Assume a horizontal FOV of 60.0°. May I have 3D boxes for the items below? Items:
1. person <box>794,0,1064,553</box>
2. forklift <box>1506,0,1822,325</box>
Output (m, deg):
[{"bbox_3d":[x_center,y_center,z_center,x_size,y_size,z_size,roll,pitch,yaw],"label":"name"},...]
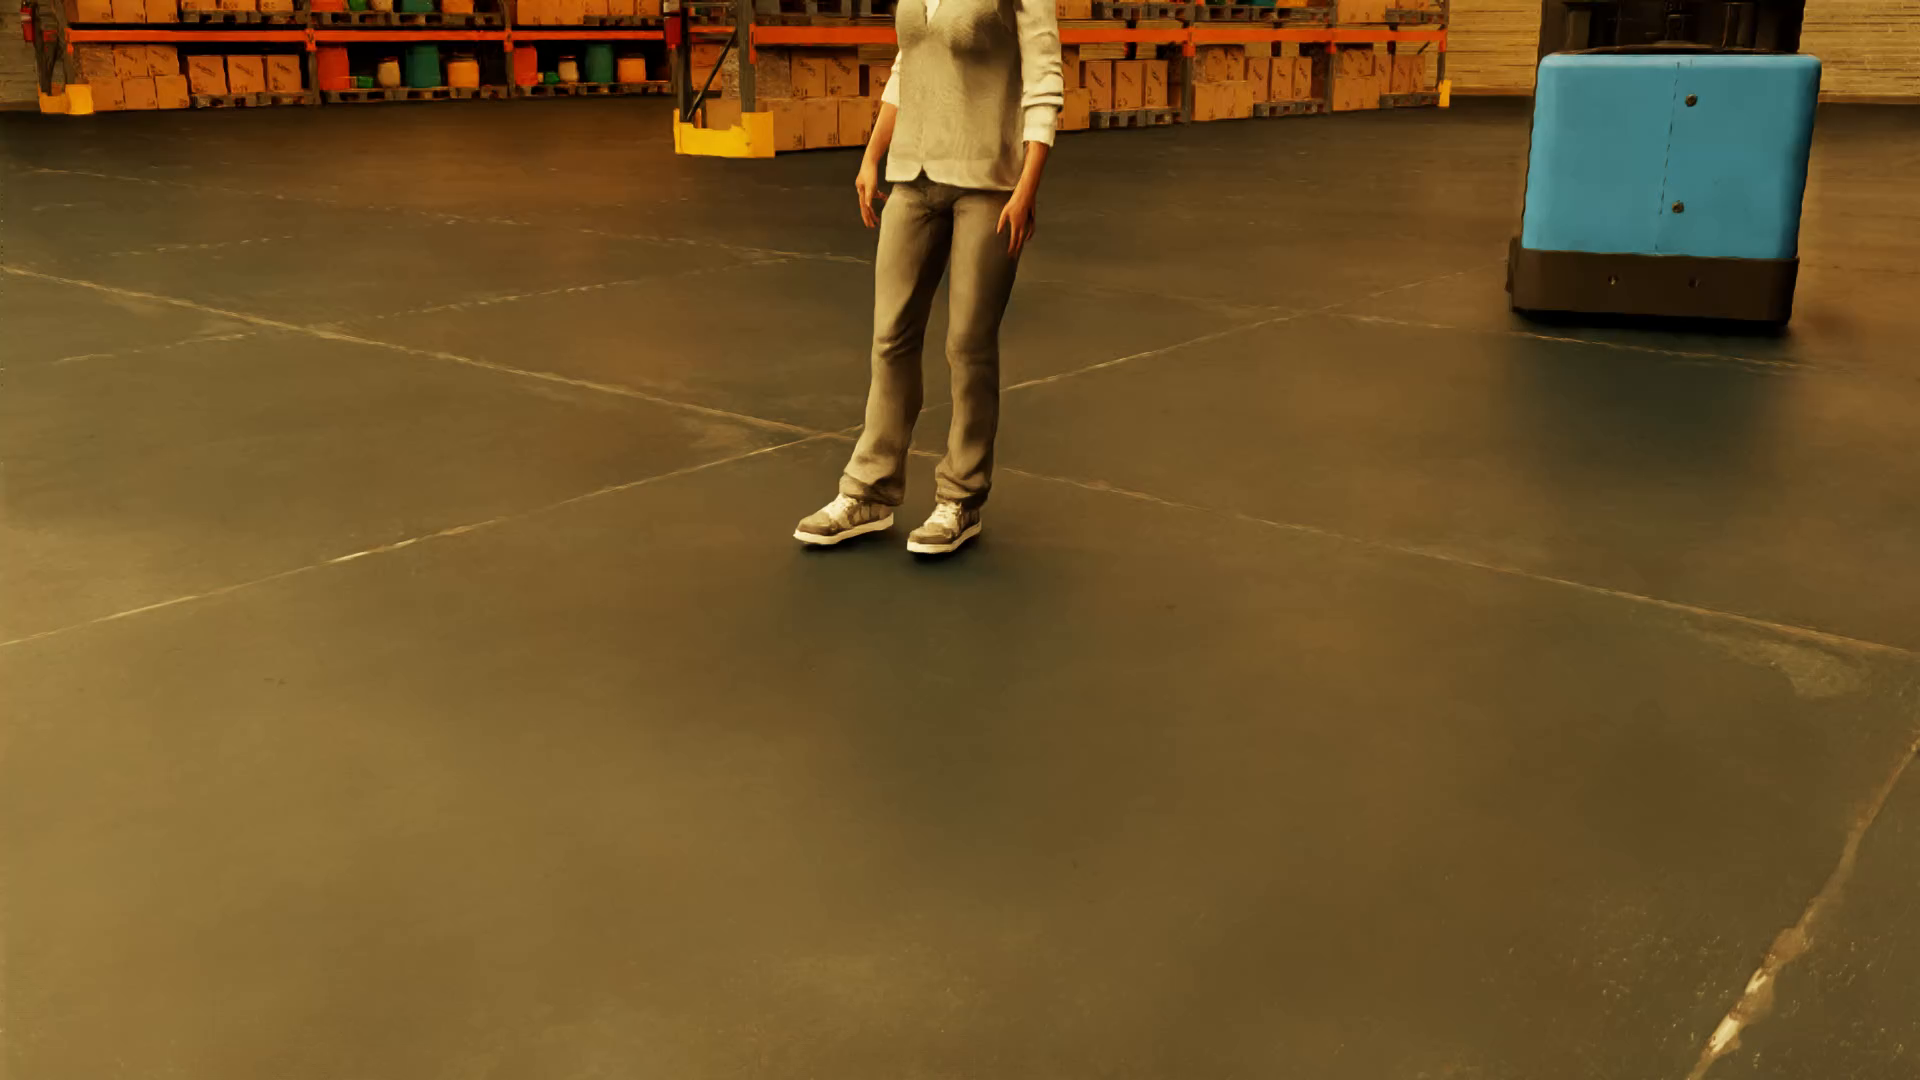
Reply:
[{"bbox_3d":[-0.058,-0.757,3.662,0.521,1.597,0.474,13,21,37],"label":"person"},{"bbox_3d":[3.264,-2.649,7.620,1.130,2.935,3.031,6,18,19],"label":"forklift"}]
